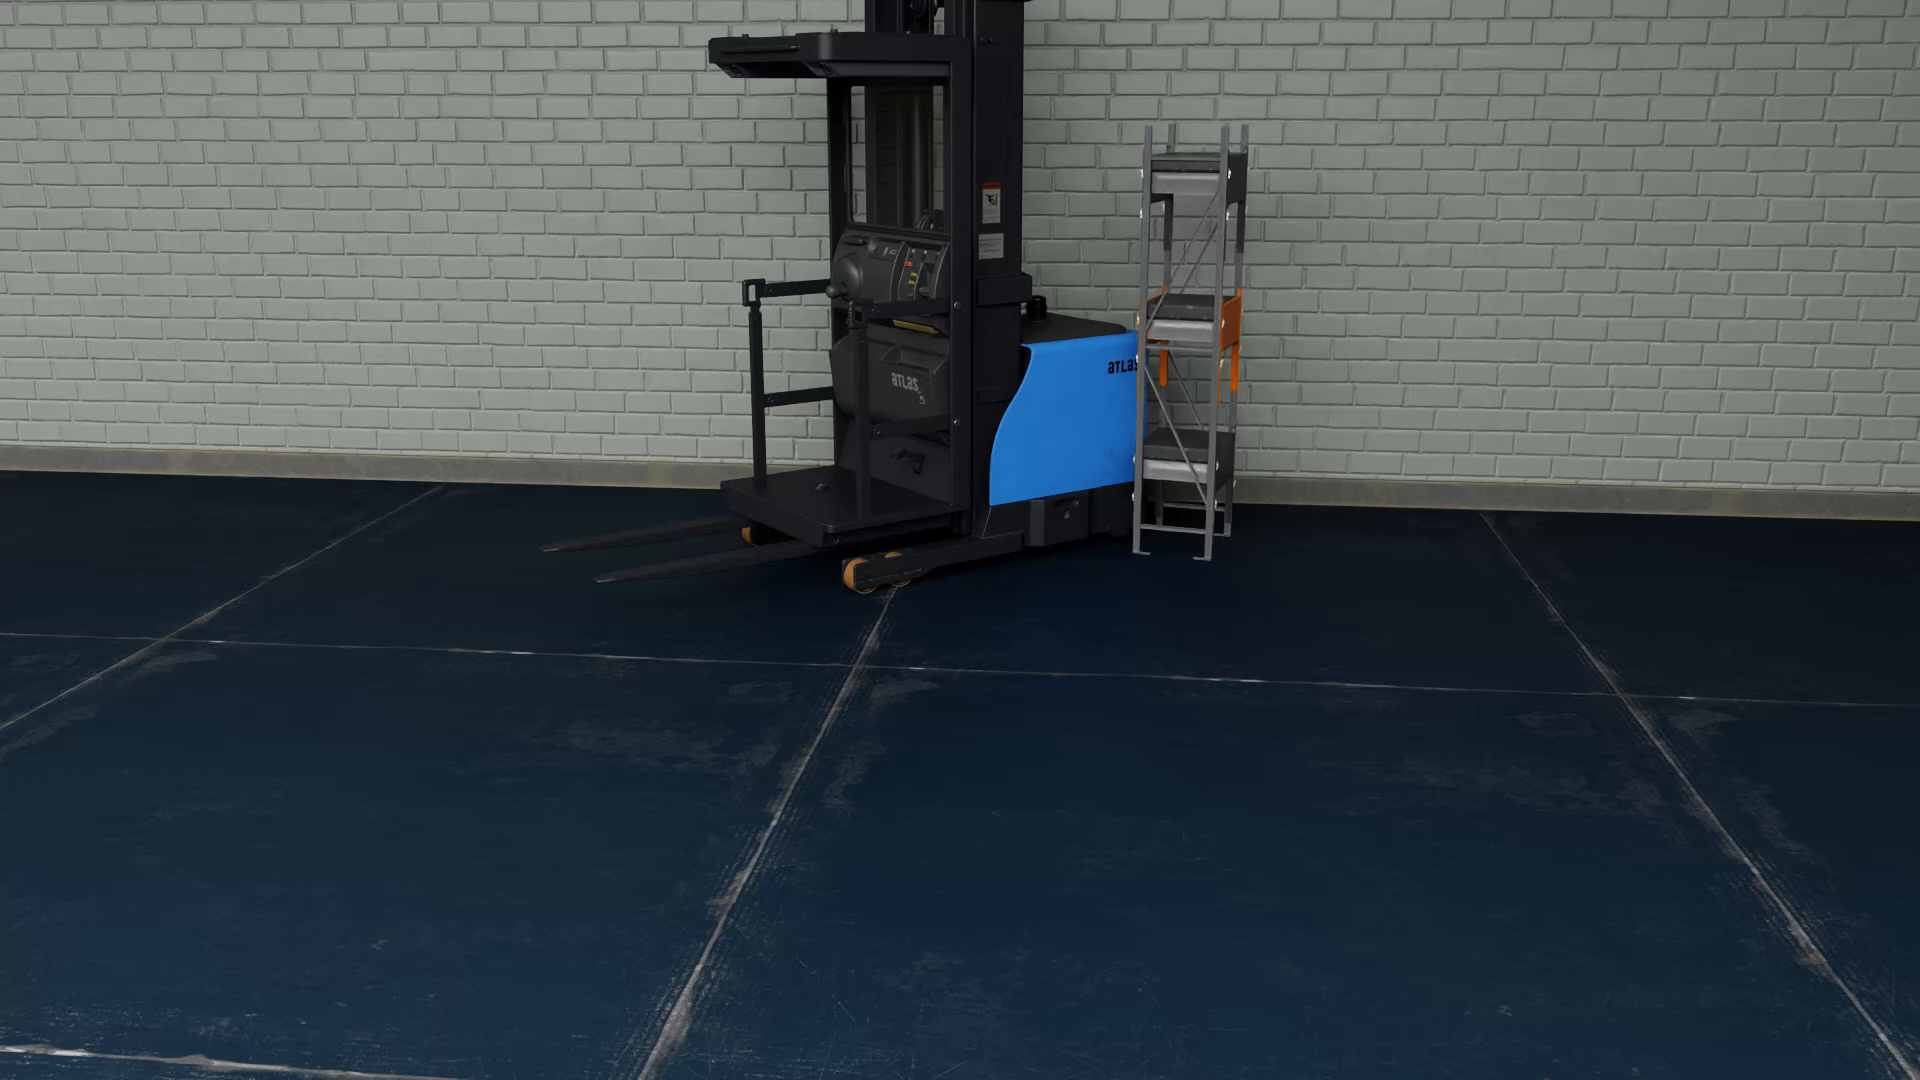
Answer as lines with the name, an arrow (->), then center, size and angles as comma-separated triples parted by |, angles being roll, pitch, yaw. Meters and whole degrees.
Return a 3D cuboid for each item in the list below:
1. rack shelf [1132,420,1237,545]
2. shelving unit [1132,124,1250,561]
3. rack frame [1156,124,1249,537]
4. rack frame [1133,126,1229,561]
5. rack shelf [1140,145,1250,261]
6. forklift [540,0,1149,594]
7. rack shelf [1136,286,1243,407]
rack shelf -> 1.147, -0.300, 8.482 | 0.431, 0.518, 0.480 | 5, 16, 19
shelving unit -> 1.147, -0.989, 8.295 | 0.431, 2.100, 0.503 | 5, 16, 19
rack frame -> 1.231, -1.048, 8.517 | 0.400, 2.100, 0.015 | 5, 16, 19
rack frame -> 1.064, -0.929, 8.074 | 0.400, 2.100, 0.015 | 5, 16, 19
rack shelf -> 1.147, -1.651, 8.116 | 0.431, 0.518, 0.480 | 5, 16, 19
forklift -> -0.514, -1.320, 7.927 | 3.031, 2.935, 1.130 | -11, 18, -34
rack shelf -> 1.147, -0.975, 8.299 | 0.431, 0.518, 0.480 | 5, 16, 19
